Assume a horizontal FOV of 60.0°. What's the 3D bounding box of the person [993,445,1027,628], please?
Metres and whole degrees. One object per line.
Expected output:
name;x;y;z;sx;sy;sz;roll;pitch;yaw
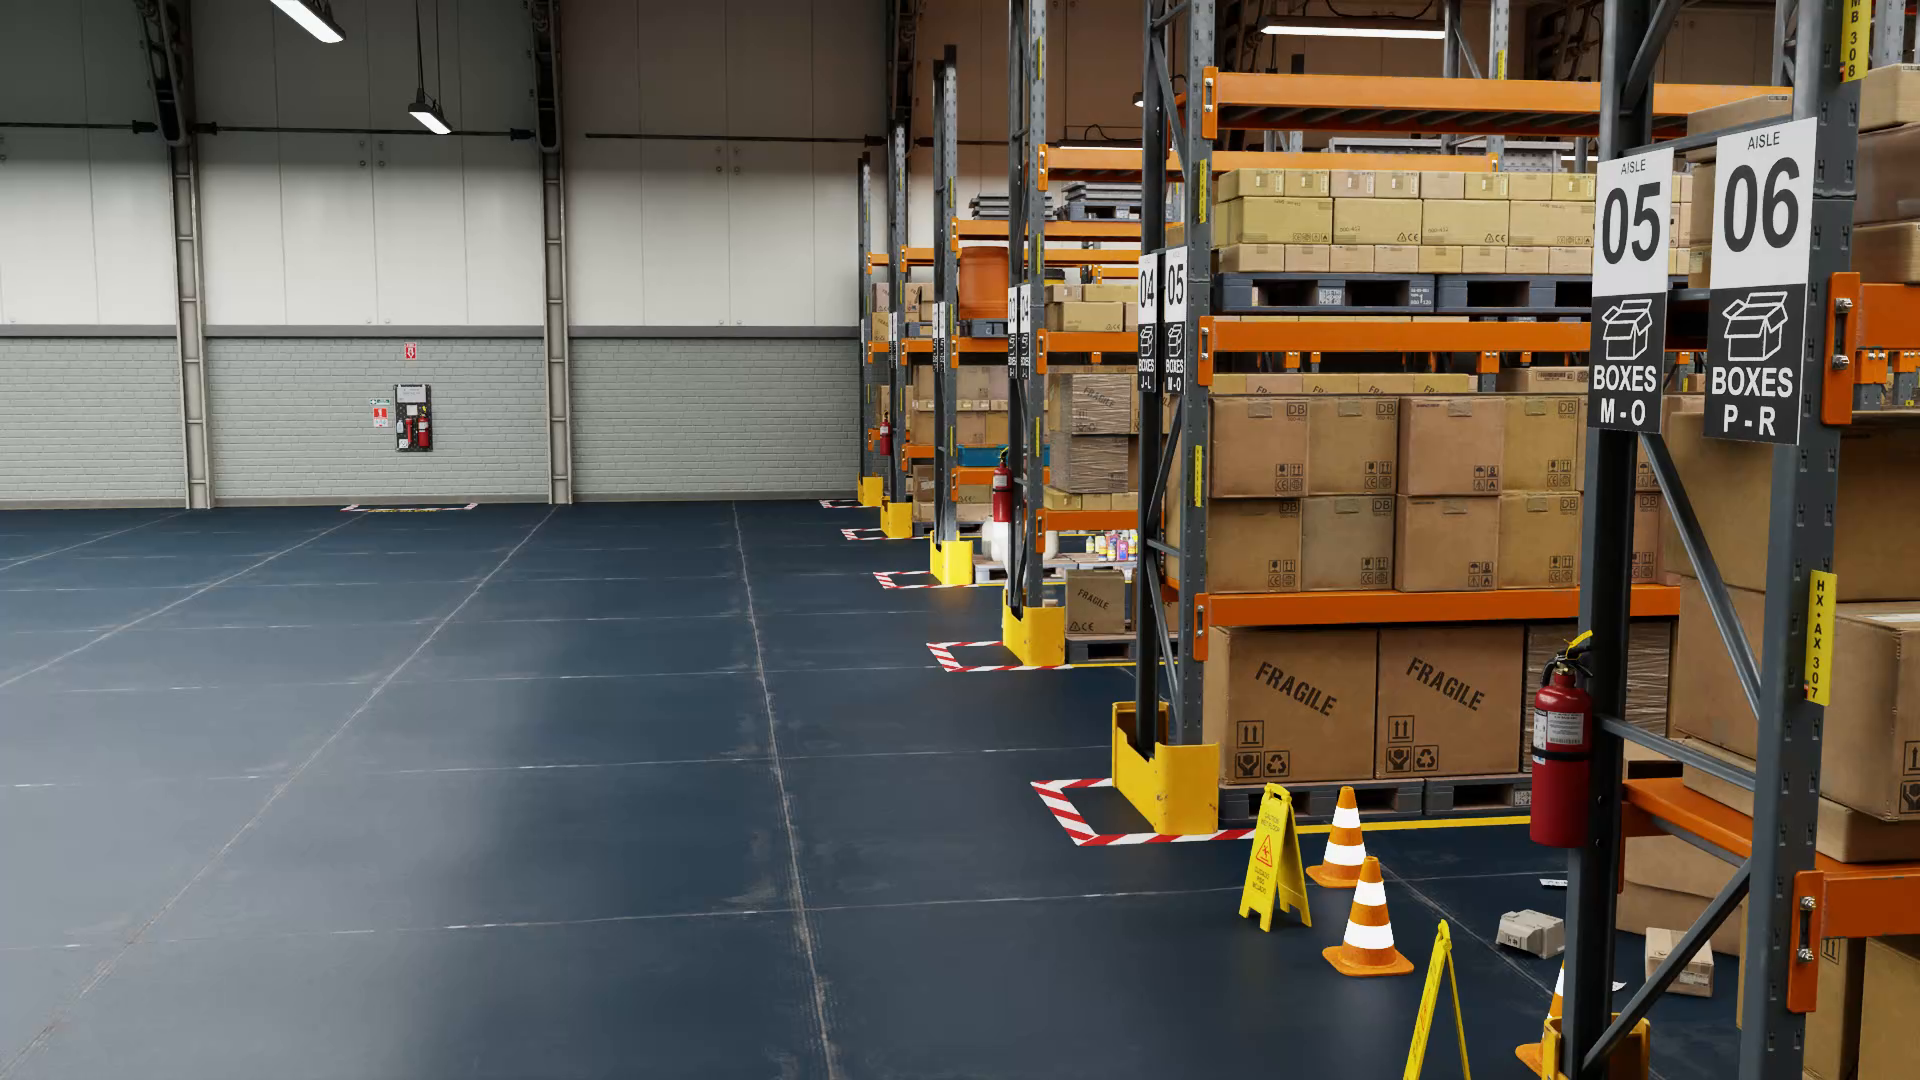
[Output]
person;0.540;-0.037;16.004;0.435;1.748;0.593;1;7;9
